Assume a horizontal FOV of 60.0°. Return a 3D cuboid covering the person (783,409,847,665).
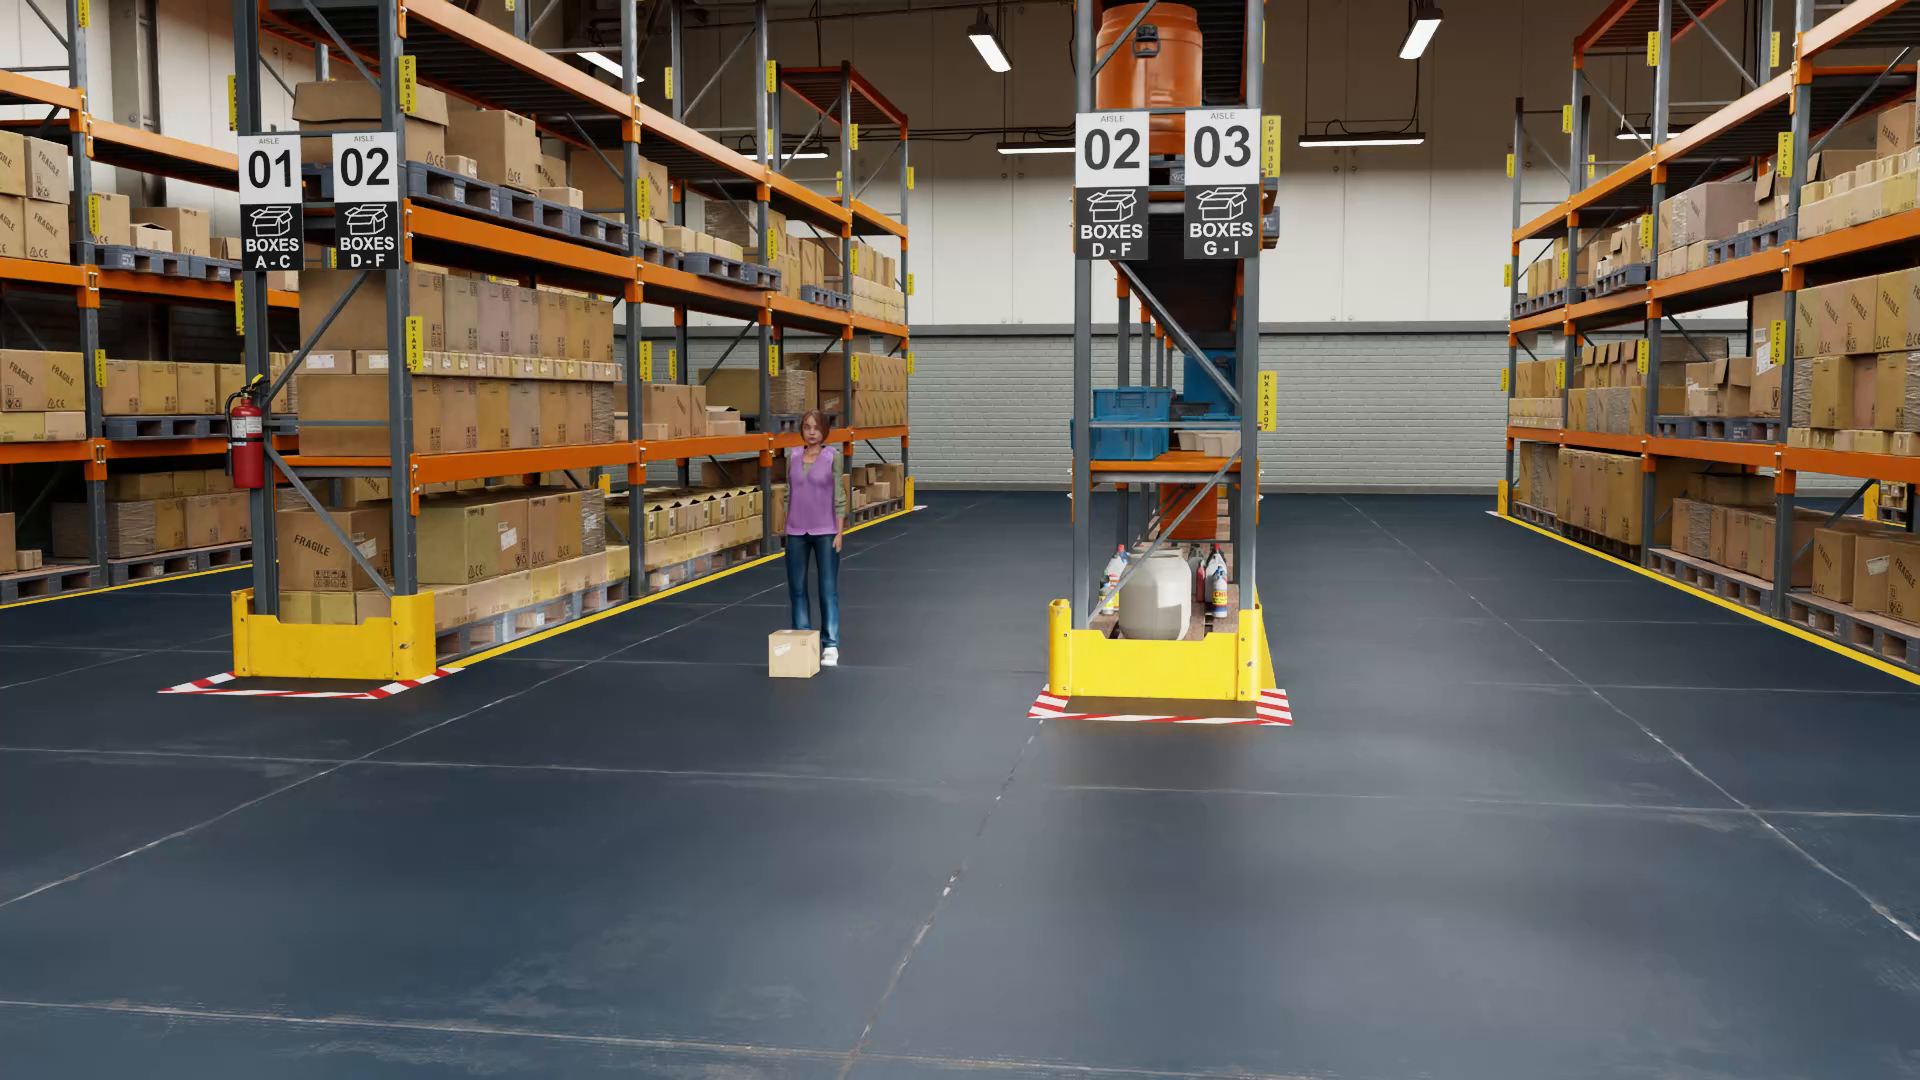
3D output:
[{"bbox_3d":[-0.911,-0.023,10.420,0.407,1.597,0.316,1,5,10],"label":"person"}]
